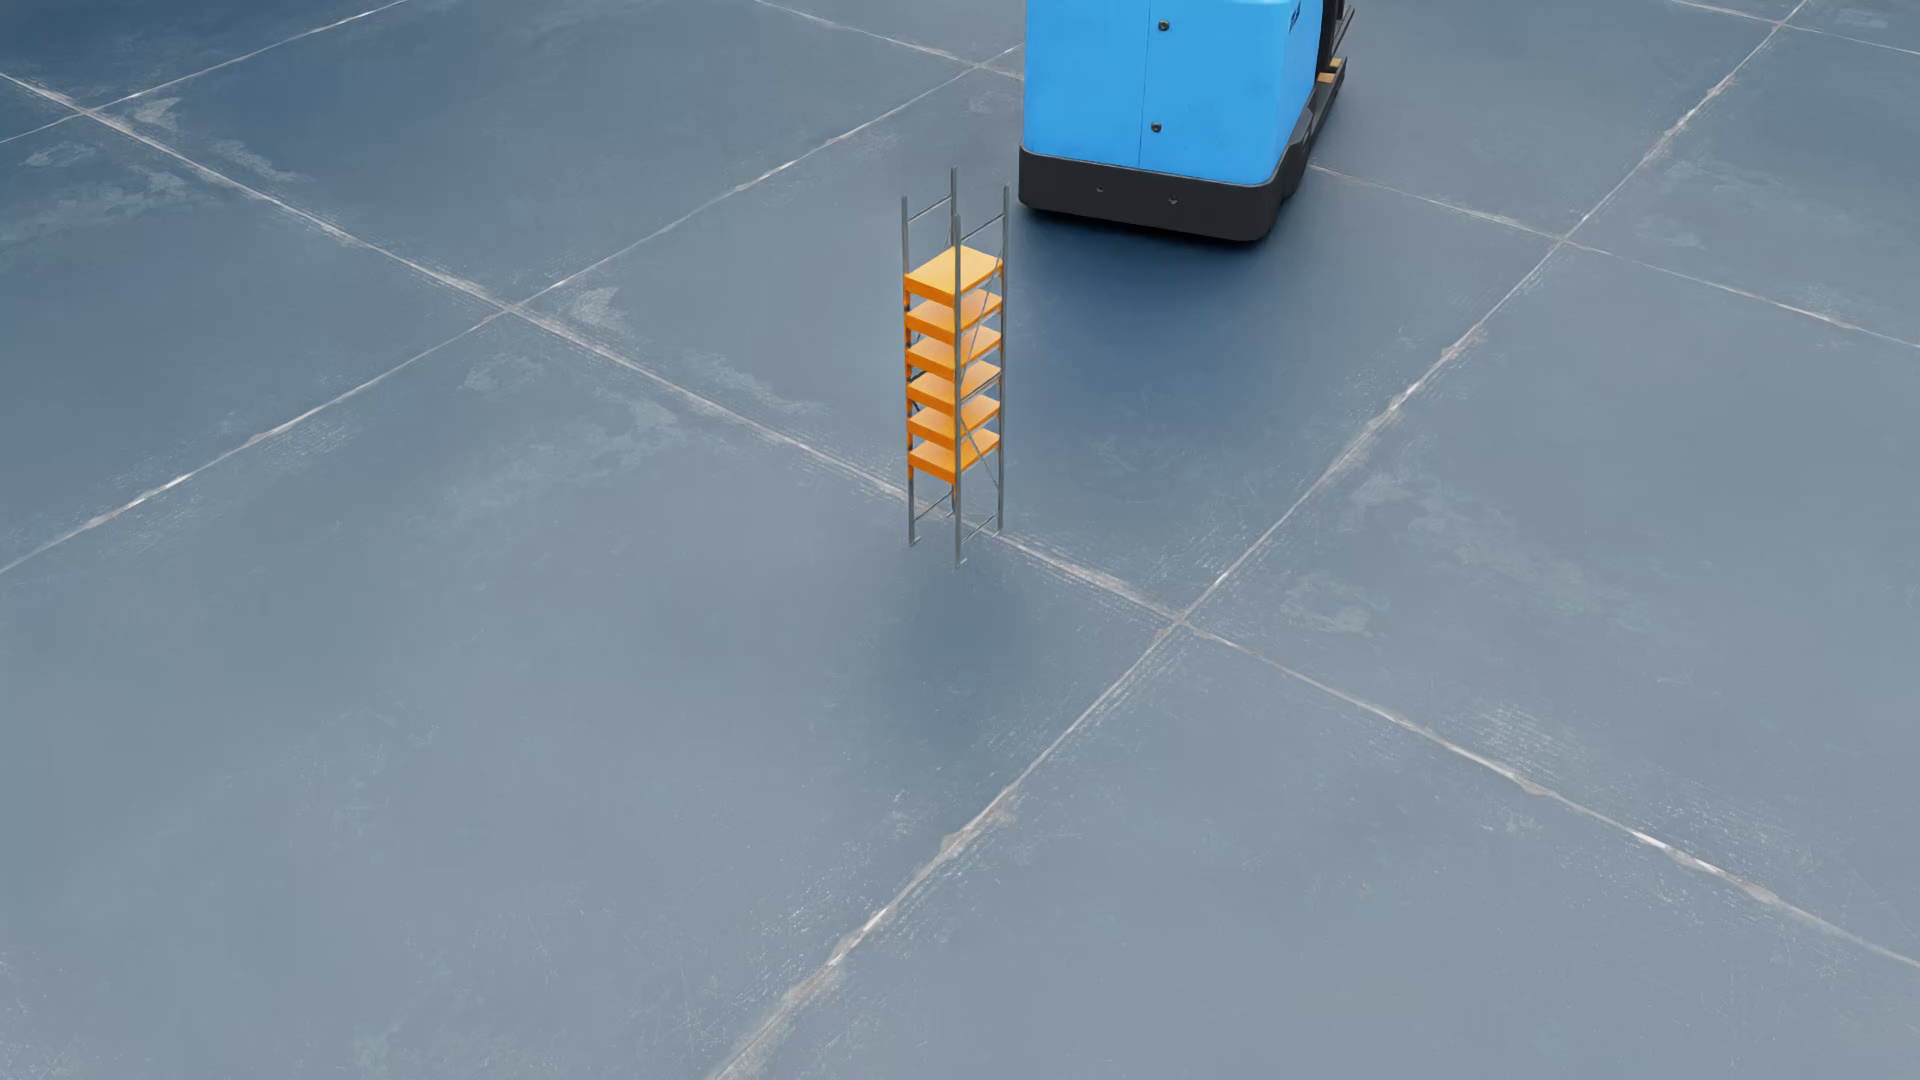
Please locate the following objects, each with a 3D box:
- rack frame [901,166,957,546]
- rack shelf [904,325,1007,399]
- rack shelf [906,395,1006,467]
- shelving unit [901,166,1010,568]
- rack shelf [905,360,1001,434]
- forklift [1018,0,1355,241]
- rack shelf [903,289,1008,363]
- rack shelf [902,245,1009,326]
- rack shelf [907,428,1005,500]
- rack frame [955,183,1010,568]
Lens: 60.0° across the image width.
[{"bbox_3d":[-0.084,-0.512,4.931,0.006,1.200,0.240,25,45,29],"label":"rack frame"},{"bbox_3d":[-0.012,-0.537,4.840,0.180,0.103,0.258,25,45,29],"label":"rack shelf"},{"bbox_3d":[-0.011,-0.348,4.988,0.180,0.103,0.258,25,45,29],"label":"rack shelf"},{"bbox_3d":[-0.012,-0.478,4.887,0.189,1.200,0.258,25,45,29],"label":"shelving unit"},{"bbox_3d":[-0.012,-0.443,4.914,0.180,0.103,0.258,25,45,29],"label":"rack shelf"},{"bbox_3d":[1.217,-3.263,7.040,1.130,2.935,3.031,12,40,15],"label":"forklift"},{"bbox_3d":[-0.012,-0.632,4.766,0.180,0.103,0.258,25,45,29],"label":"rack shelf"},{"bbox_3d":[-0.012,-0.726,4.693,0.180,0.103,0.258,25,45,29],"label":"rack shelf"},{"bbox_3d":[-0.011,-0.254,5.062,0.180,0.103,0.258,25,45,29],"label":"rack shelf"},{"bbox_3d":[0.061,-0.444,4.843,0.006,1.200,0.240,25,45,29],"label":"rack frame"}]
